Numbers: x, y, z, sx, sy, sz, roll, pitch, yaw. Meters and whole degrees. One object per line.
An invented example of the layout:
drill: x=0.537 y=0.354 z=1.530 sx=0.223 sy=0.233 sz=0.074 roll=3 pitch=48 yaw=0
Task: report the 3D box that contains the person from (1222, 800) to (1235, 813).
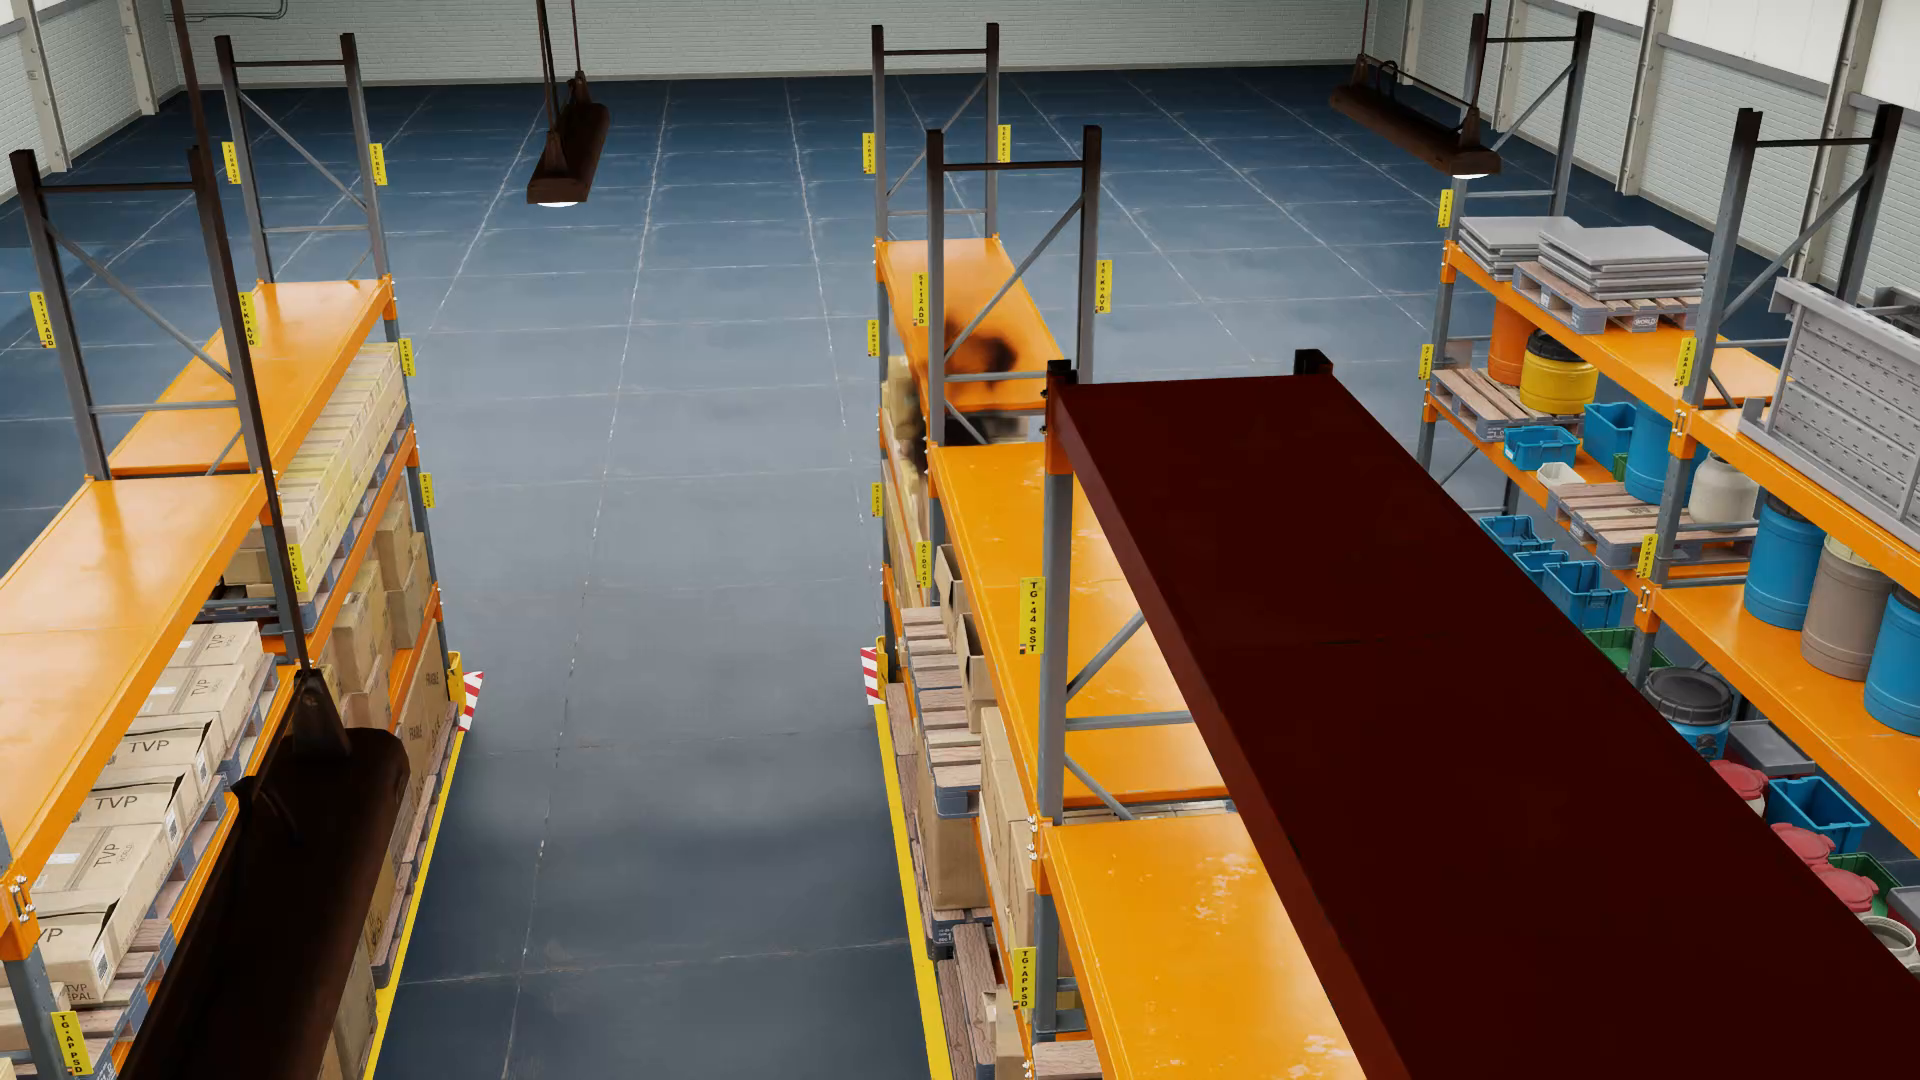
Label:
person: x=1.683 y=2.395 z=11.442 sx=0.660 sy=1.755 sz=0.772 roll=-7 pitch=26 yaw=-14
